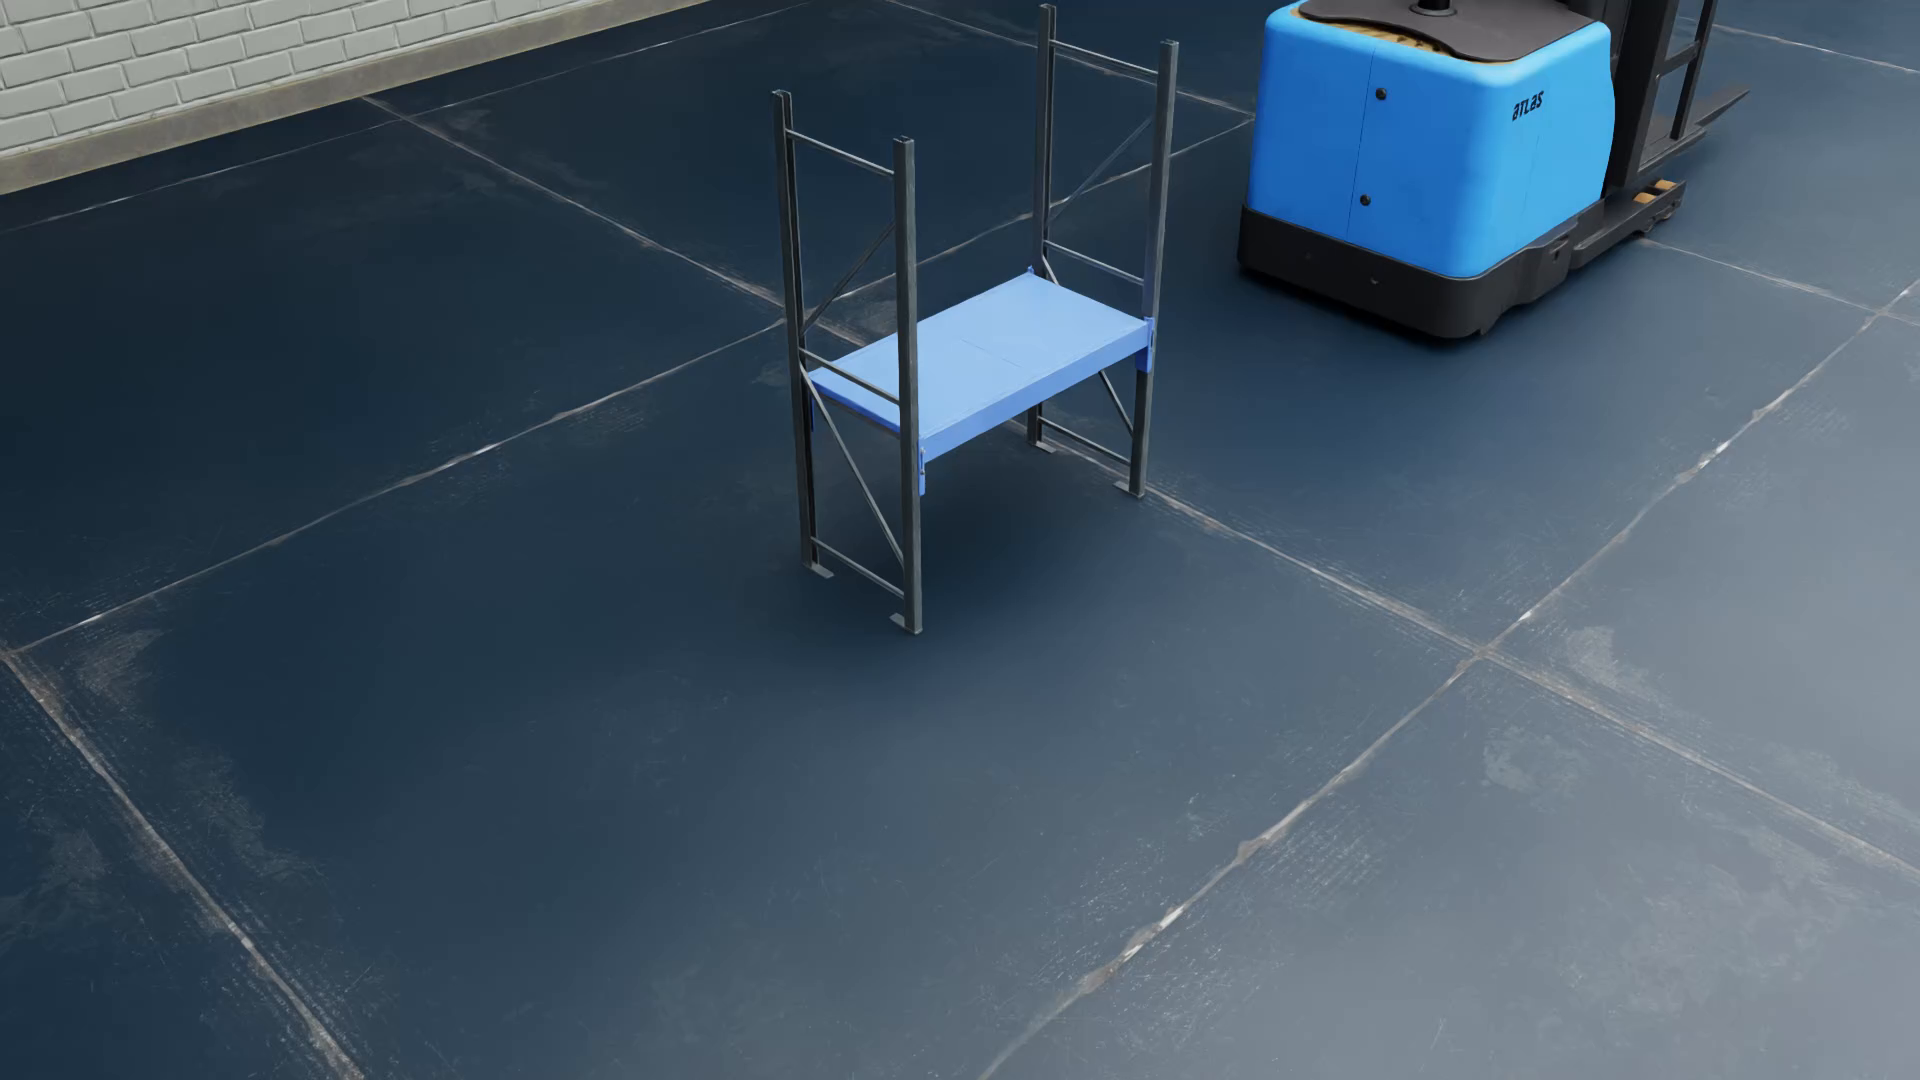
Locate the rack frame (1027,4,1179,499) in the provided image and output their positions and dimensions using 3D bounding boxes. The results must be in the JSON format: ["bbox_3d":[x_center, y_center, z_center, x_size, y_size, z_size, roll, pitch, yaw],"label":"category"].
[{"bbox_3d":[0.418,-0.856,5.167,0.500,1.500,0.032,30,45,35],"label":"rack frame"}]

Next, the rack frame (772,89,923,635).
[{"bbox_3d":[-0.298,-0.443,4.575,0.500,1.500,0.032,30,45,35],"label":"rack frame"}]

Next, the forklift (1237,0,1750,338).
[{"bbox_3d":[2.508,-2.704,6.565,1.130,2.935,3.031,29,44,35],"label":"forklift"}]

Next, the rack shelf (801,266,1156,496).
[{"bbox_3d":[0.060,-0.502,4.974,0.538,0.185,1.000,30,45,35],"label":"rack shelf"}]

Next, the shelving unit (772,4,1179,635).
[{"bbox_3d":[0.060,-0.650,4.871,0.538,1.500,1.048,30,45,35],"label":"shelving unit"}]
